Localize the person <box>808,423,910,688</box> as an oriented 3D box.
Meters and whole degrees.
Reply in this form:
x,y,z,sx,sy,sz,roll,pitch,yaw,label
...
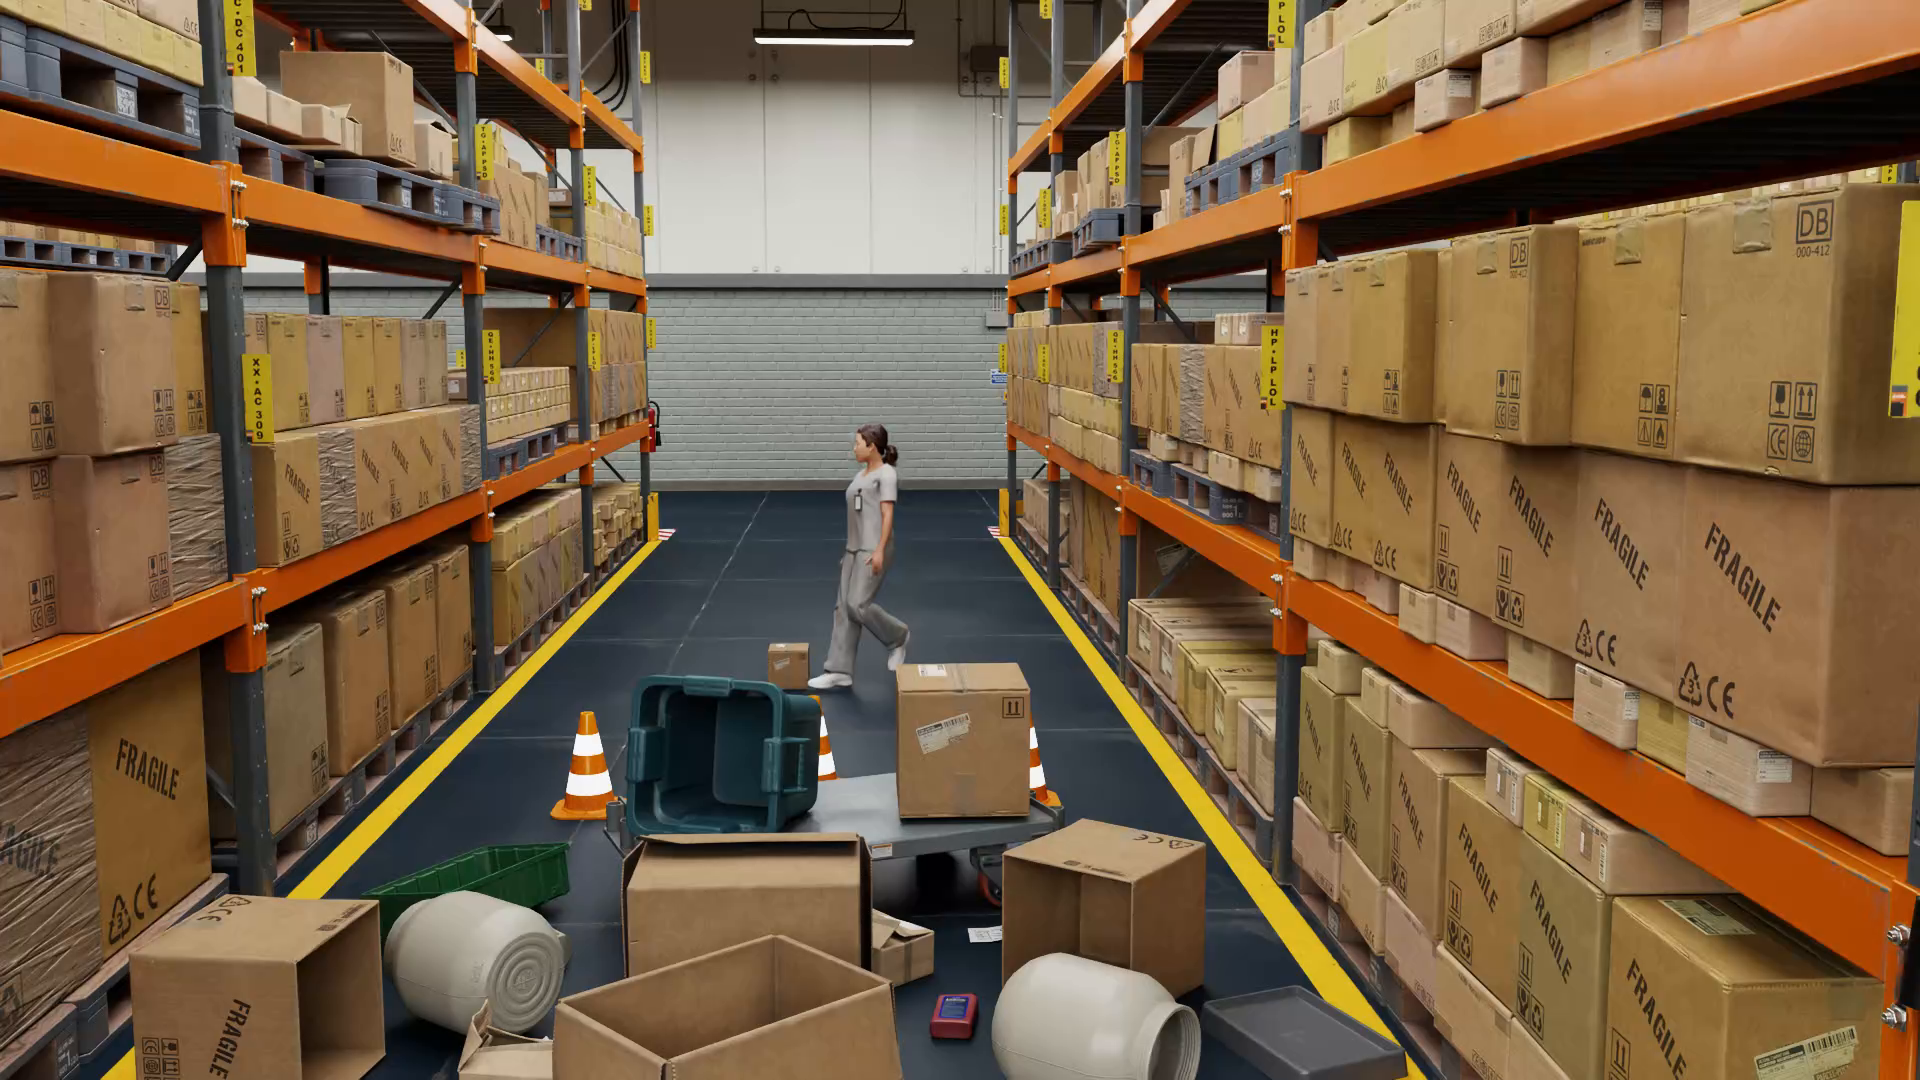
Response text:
x,y,z,sx,sy,sz,roll,pitch,yaw,label
-0.648,0.093,10.483,0.728,1.645,0.517,-4,8,-32,person
